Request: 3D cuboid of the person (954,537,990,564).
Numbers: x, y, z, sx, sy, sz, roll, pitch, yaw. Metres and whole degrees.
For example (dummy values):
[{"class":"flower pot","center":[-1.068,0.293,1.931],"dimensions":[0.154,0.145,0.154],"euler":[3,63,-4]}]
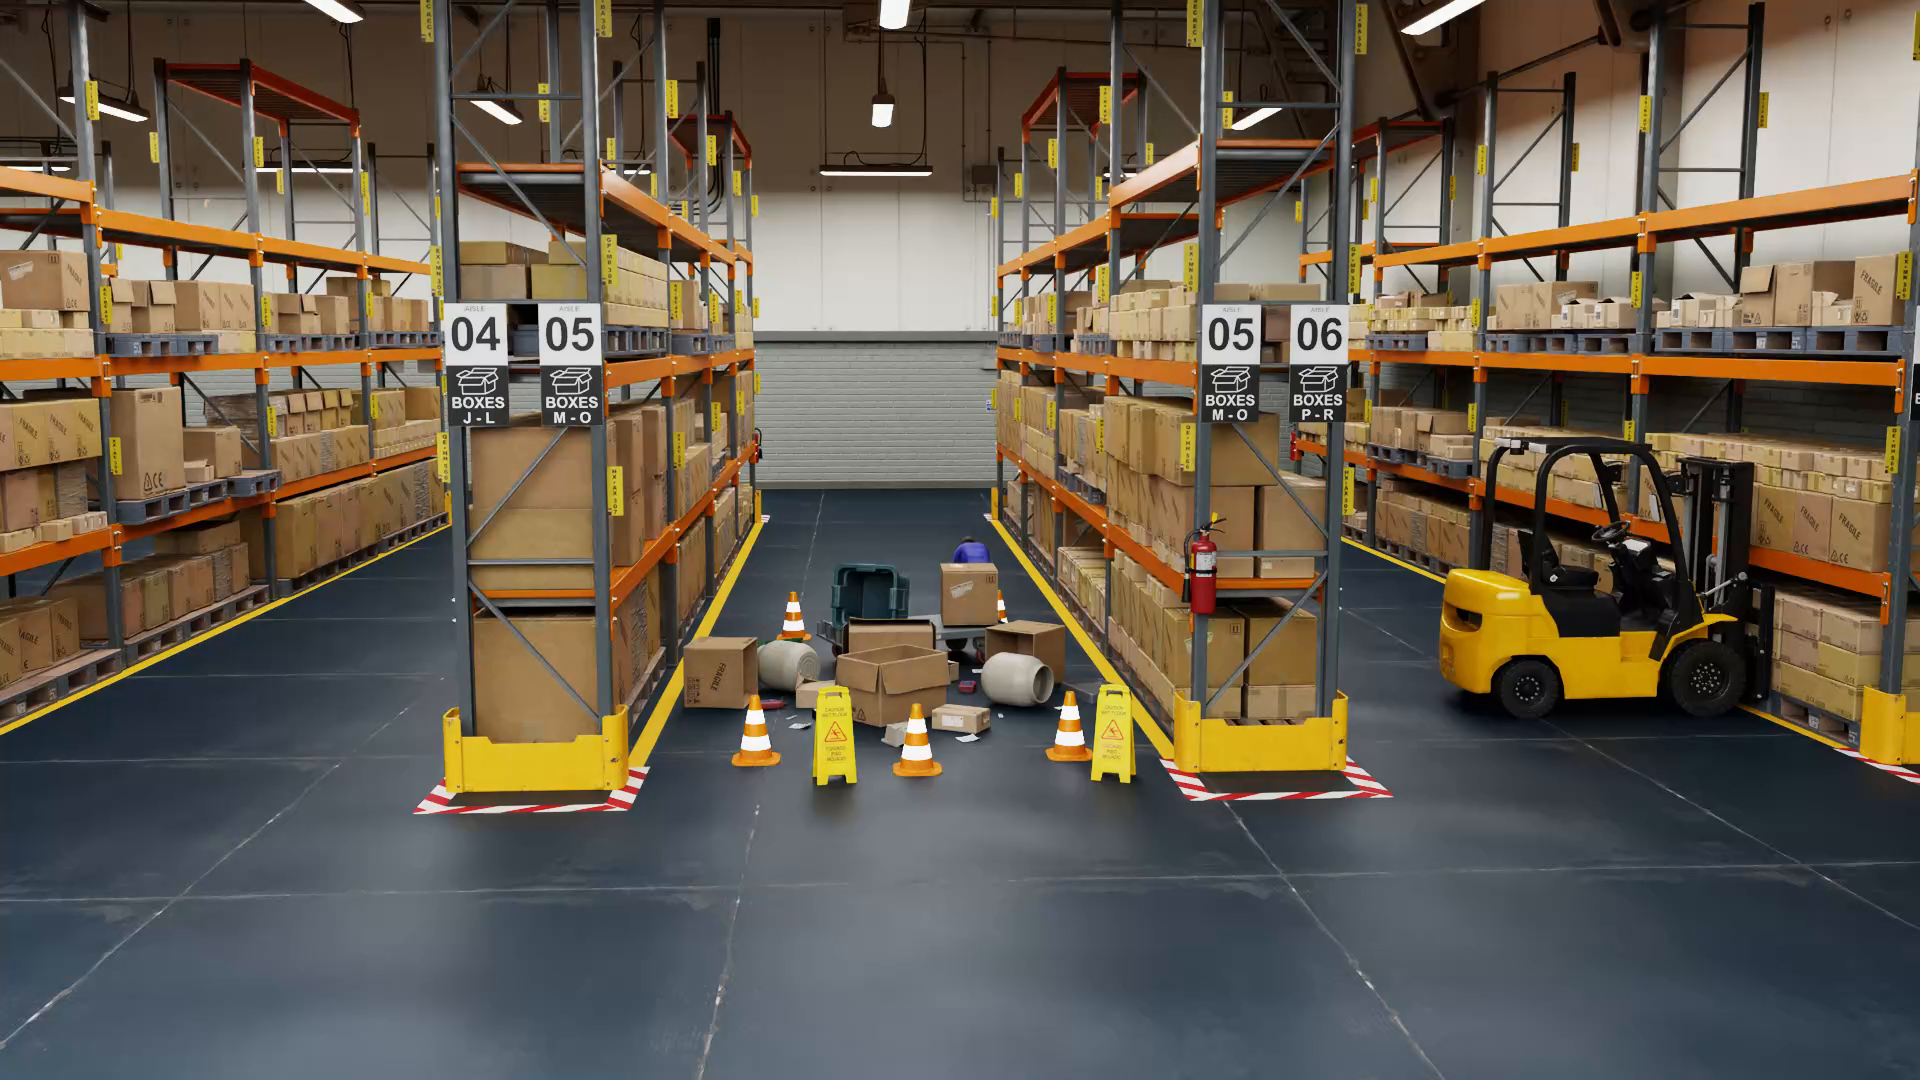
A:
[{"class":"person","center":[0.159,0.393,18.630],"dimensions":[0.472,0.807,0.844],"euler":[-1,7,-5]}]
